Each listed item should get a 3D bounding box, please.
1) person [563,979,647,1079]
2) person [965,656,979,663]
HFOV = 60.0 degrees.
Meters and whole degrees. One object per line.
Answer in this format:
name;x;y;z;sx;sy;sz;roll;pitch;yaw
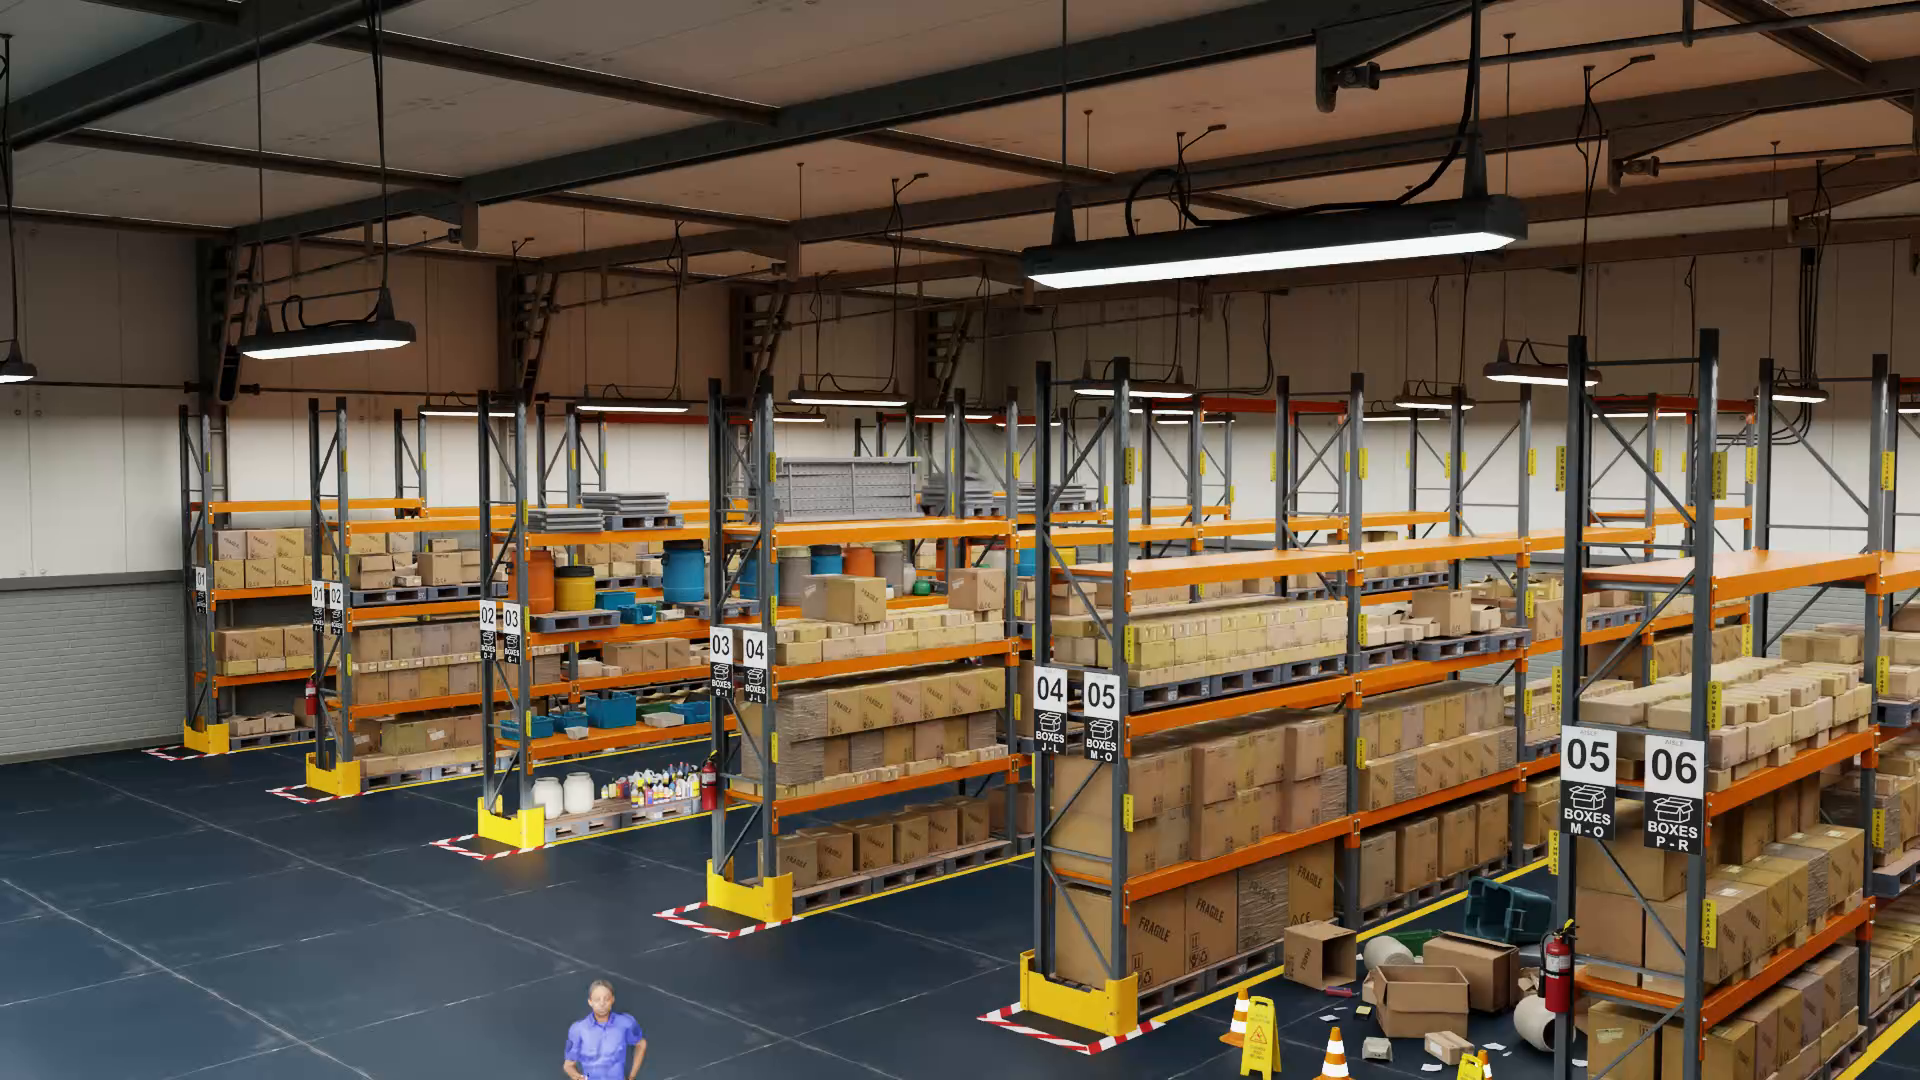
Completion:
person;-2.363;3.758;11.104;0.554;1.622;0.611;-1;3;-13
person;0.227;2.593;32.534;0.651;1.758;0.792;2;4;31
